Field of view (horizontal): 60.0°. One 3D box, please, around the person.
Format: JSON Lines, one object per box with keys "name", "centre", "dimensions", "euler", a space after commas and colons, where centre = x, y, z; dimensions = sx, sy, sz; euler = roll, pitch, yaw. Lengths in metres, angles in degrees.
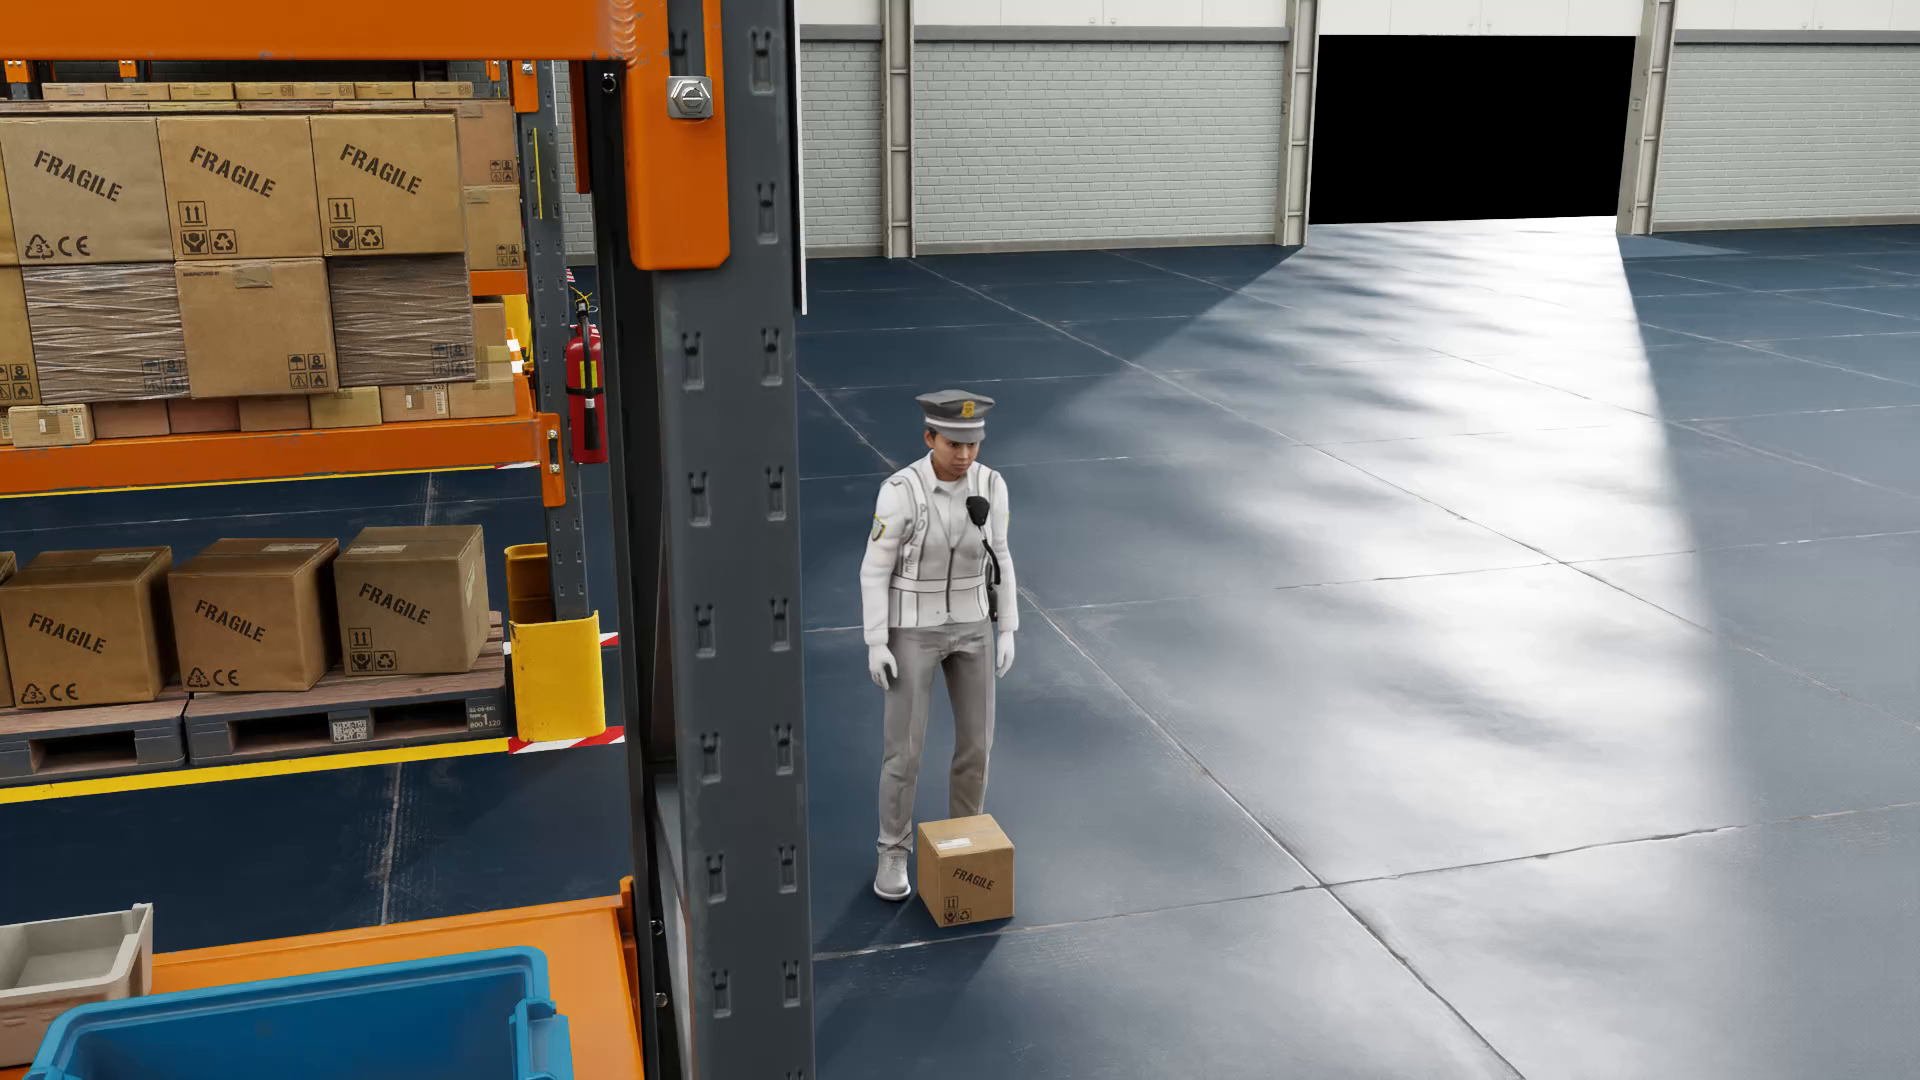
{"name": "person", "centre": [-0.056, 0.324, 5.404], "dimensions": [0.529, 1.662, 0.375], "euler": [-5, 17, -18]}
